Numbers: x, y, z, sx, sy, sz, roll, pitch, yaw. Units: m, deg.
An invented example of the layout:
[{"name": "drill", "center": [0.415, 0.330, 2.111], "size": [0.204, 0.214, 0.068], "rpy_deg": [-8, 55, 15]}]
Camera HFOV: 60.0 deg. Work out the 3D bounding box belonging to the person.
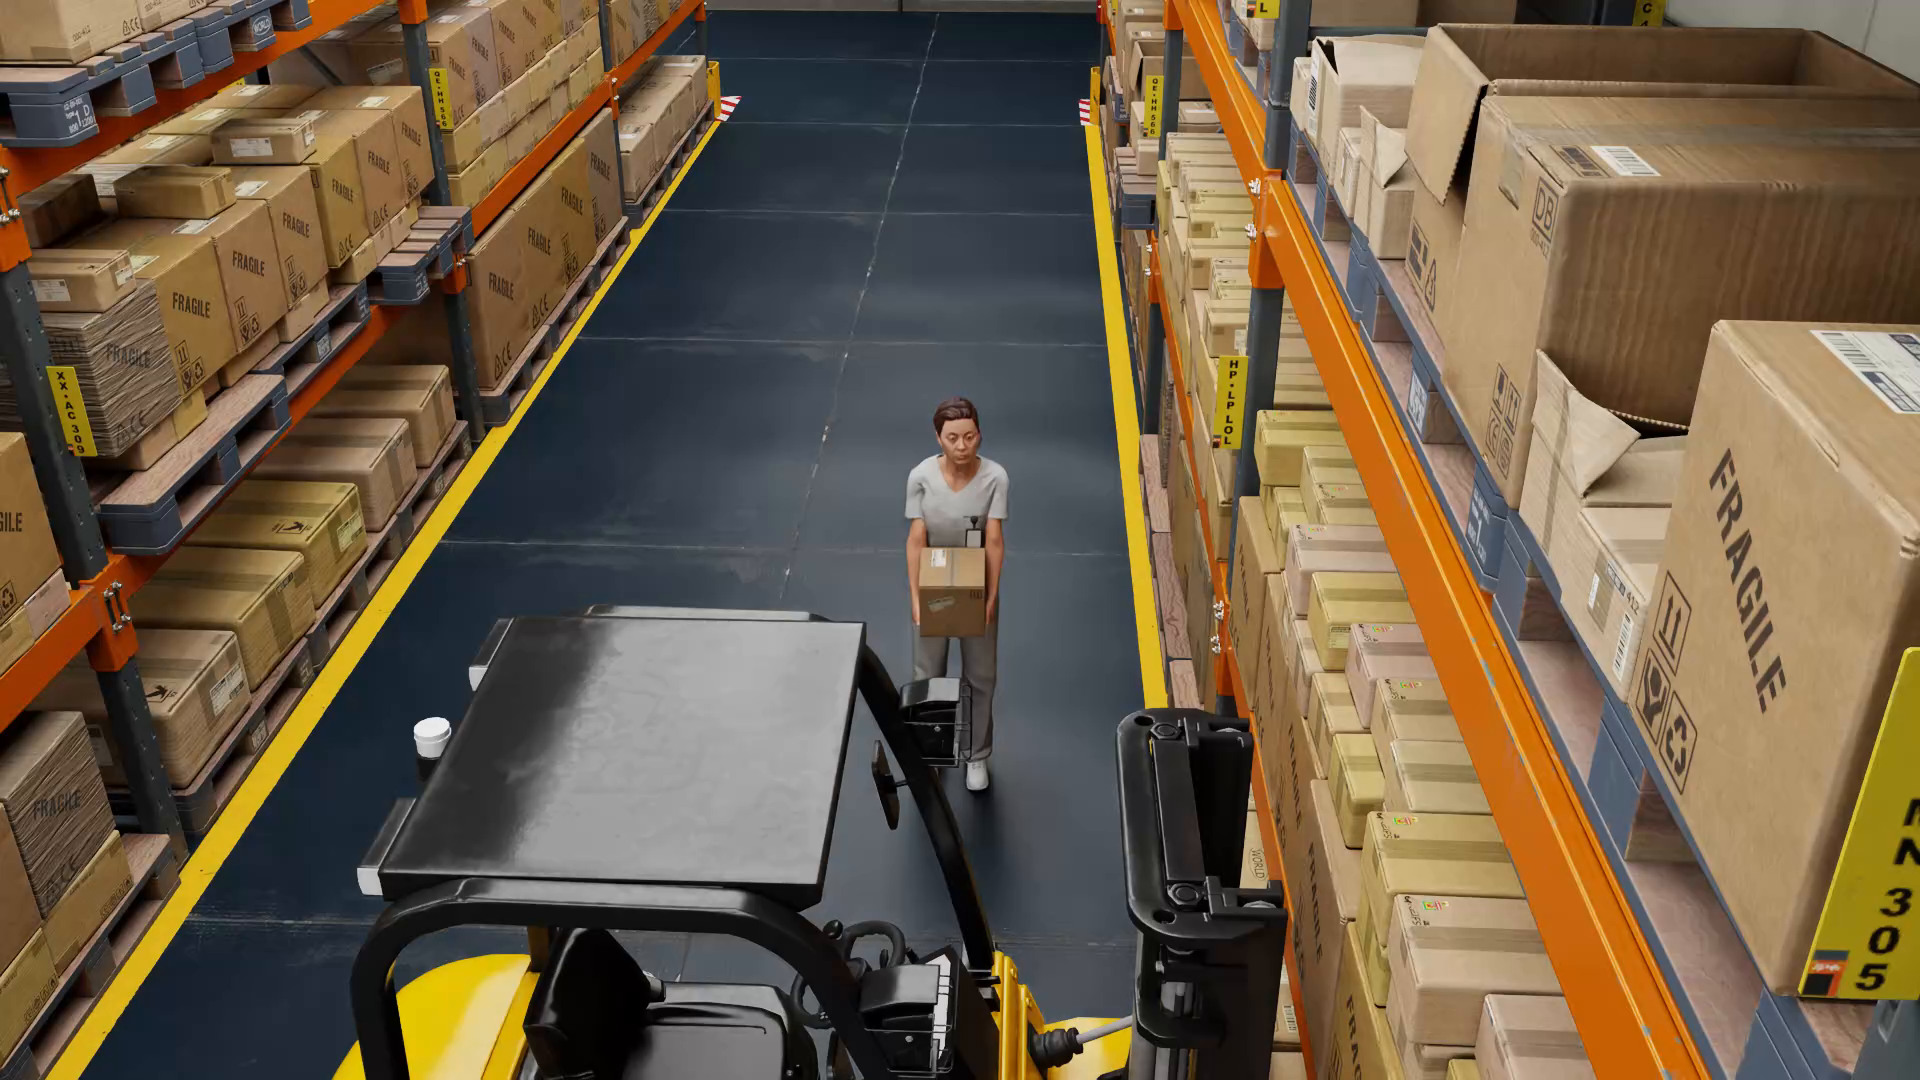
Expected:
[{"name": "person", "center": [-0.014, 0.249, 6.669], "size": [0.409, 1.668, 0.525], "rpy_deg": [1, 28, 1]}]
